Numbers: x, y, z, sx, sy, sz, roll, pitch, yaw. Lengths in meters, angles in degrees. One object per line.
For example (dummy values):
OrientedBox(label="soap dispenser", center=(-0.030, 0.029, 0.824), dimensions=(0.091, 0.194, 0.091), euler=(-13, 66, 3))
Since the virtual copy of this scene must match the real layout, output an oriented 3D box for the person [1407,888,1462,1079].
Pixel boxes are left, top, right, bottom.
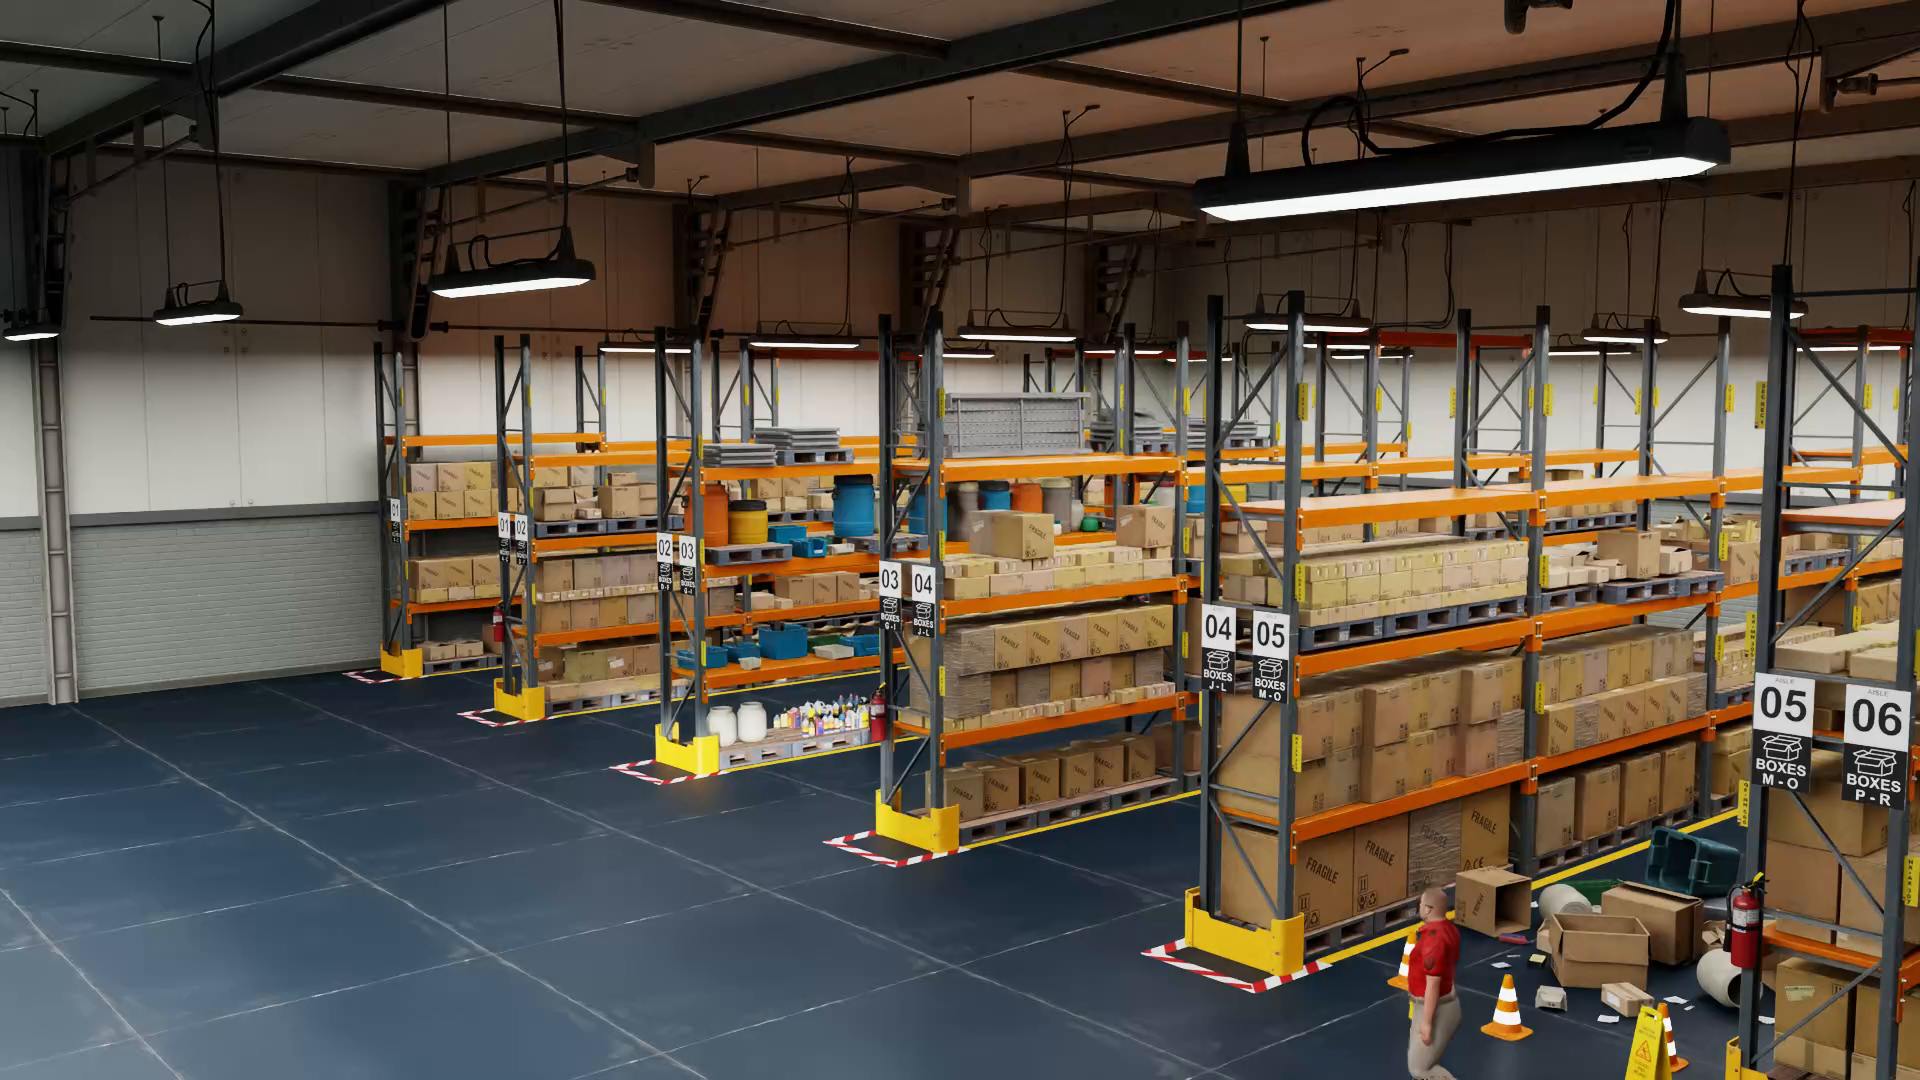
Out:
OrientedBox(label="person", center=(3.320, 3.256, 11.444), dimensions=(0.550, 1.717, 0.531), euler=(1, 5, 6))
